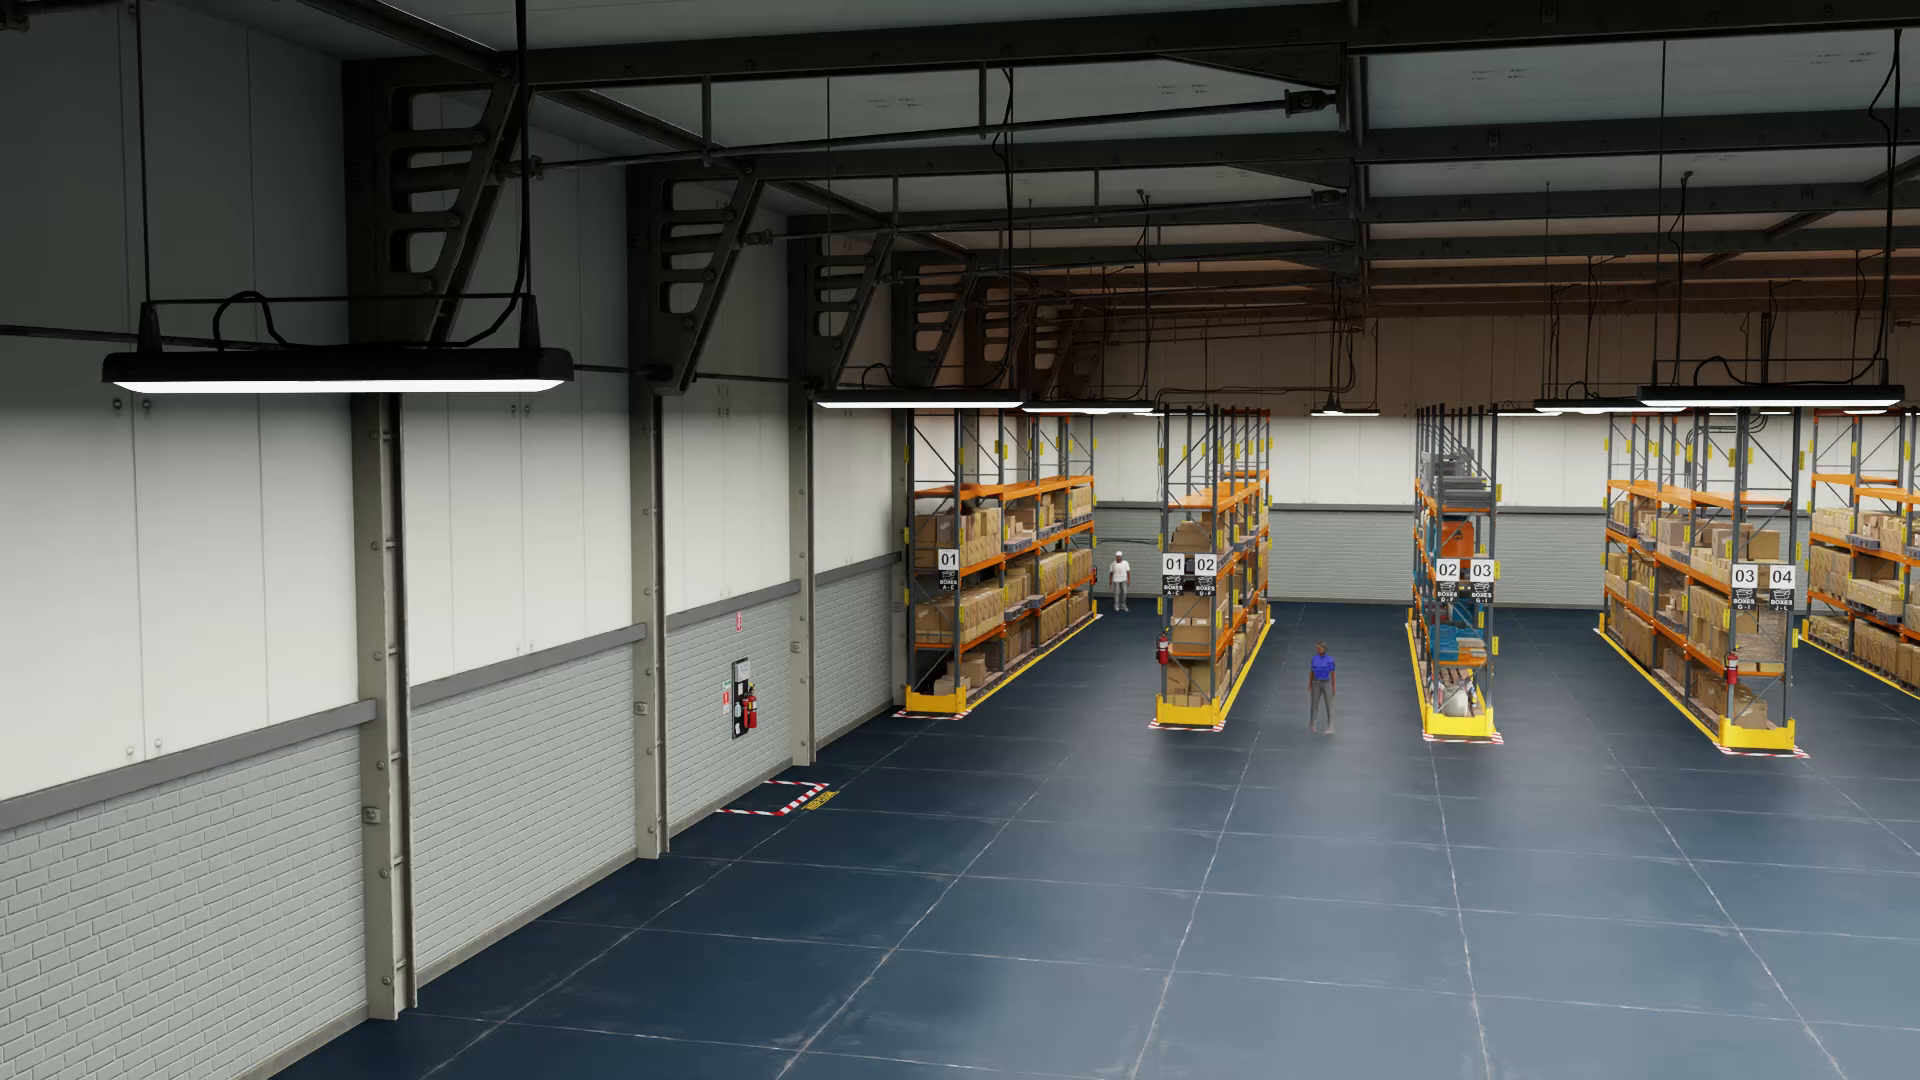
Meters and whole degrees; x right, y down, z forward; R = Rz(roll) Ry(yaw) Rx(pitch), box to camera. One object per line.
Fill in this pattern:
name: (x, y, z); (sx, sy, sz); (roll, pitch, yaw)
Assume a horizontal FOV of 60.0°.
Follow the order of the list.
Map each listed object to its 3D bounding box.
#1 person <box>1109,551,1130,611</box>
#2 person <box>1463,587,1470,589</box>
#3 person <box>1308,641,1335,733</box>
person: (4.761, 1.235, 49.561); (0.581, 1.800, 0.404); (-1, 4, -15)
person: (14.361, 1.427, 46.962); (0.588, 1.792, 0.535); (0, 4, 5)
person: (6.600, 2.677, 30.380); (0.500, 1.666, 0.374); (3, 5, 32)
